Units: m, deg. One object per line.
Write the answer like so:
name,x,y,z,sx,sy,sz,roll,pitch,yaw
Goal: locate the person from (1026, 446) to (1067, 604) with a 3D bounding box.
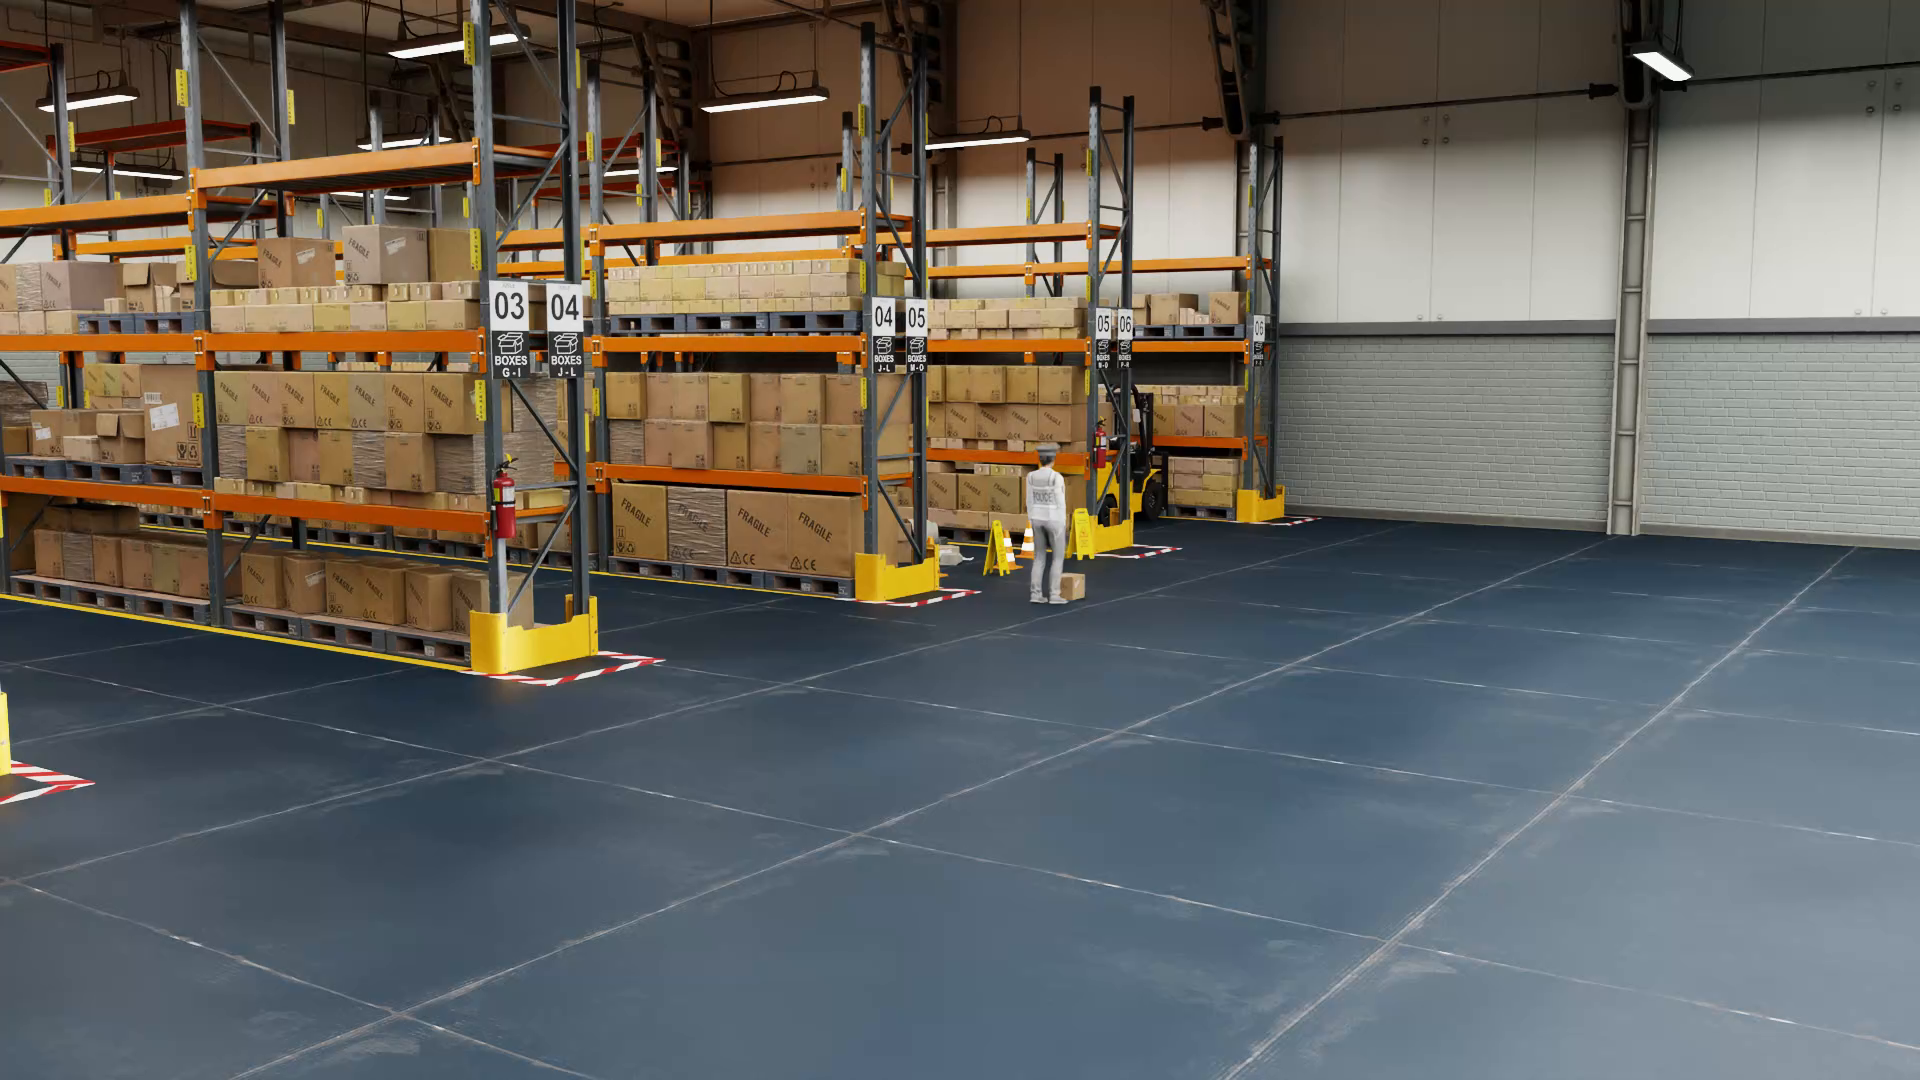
person,0.911,-0.156,17.437,0.471,1.666,0.327,4,8,35
